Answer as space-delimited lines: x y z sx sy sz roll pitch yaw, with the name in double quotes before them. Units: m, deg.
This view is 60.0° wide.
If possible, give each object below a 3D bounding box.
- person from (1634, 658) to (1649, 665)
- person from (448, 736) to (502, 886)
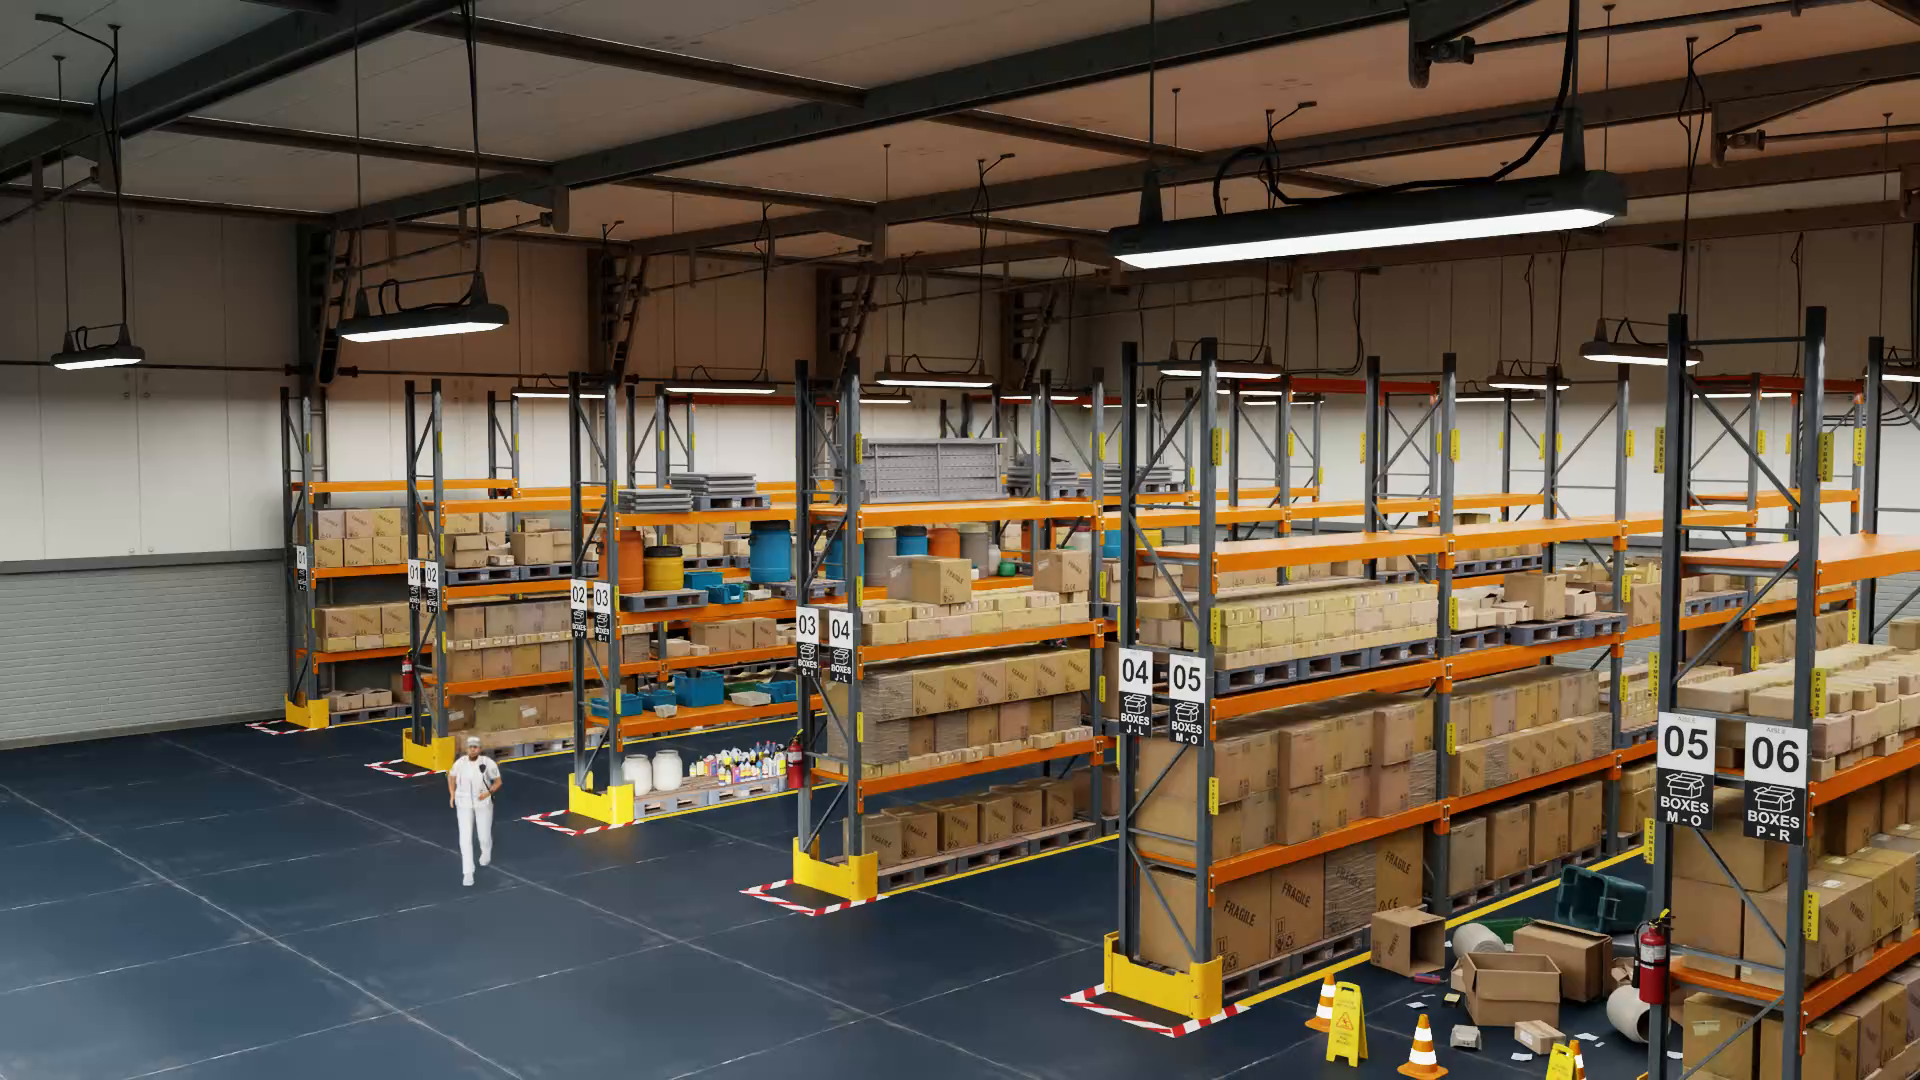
"person" 10.547 2.661 25.936 0.638 1.667 0.554 -3 5 -39
"person" -5.641 3.096 19.322 0.629 1.658 0.885 -1 4 -10
